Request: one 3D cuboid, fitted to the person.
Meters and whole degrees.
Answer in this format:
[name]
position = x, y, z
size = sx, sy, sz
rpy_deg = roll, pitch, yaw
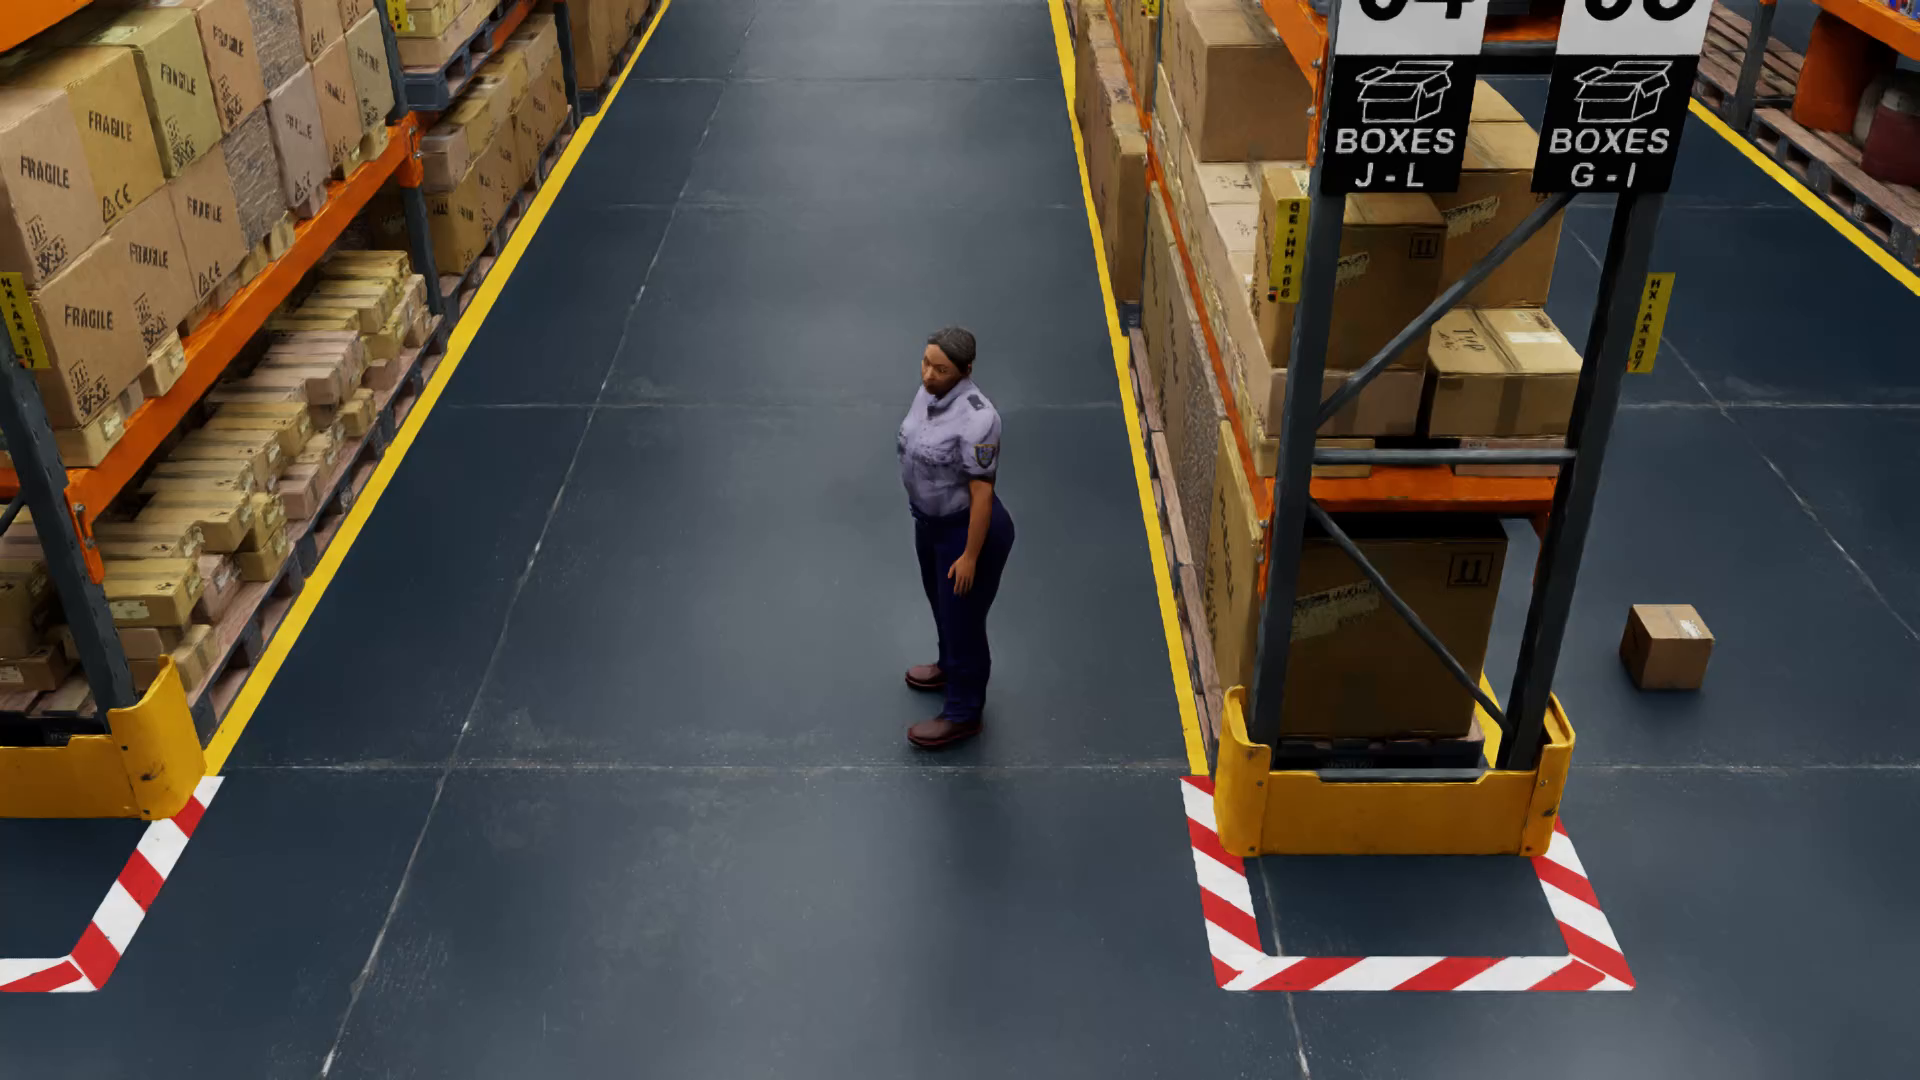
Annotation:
[person]
position = -0.066, -0.027, 6.149
size = 0.451, 1.657, 0.565
rpy_deg = -15, 35, -22
